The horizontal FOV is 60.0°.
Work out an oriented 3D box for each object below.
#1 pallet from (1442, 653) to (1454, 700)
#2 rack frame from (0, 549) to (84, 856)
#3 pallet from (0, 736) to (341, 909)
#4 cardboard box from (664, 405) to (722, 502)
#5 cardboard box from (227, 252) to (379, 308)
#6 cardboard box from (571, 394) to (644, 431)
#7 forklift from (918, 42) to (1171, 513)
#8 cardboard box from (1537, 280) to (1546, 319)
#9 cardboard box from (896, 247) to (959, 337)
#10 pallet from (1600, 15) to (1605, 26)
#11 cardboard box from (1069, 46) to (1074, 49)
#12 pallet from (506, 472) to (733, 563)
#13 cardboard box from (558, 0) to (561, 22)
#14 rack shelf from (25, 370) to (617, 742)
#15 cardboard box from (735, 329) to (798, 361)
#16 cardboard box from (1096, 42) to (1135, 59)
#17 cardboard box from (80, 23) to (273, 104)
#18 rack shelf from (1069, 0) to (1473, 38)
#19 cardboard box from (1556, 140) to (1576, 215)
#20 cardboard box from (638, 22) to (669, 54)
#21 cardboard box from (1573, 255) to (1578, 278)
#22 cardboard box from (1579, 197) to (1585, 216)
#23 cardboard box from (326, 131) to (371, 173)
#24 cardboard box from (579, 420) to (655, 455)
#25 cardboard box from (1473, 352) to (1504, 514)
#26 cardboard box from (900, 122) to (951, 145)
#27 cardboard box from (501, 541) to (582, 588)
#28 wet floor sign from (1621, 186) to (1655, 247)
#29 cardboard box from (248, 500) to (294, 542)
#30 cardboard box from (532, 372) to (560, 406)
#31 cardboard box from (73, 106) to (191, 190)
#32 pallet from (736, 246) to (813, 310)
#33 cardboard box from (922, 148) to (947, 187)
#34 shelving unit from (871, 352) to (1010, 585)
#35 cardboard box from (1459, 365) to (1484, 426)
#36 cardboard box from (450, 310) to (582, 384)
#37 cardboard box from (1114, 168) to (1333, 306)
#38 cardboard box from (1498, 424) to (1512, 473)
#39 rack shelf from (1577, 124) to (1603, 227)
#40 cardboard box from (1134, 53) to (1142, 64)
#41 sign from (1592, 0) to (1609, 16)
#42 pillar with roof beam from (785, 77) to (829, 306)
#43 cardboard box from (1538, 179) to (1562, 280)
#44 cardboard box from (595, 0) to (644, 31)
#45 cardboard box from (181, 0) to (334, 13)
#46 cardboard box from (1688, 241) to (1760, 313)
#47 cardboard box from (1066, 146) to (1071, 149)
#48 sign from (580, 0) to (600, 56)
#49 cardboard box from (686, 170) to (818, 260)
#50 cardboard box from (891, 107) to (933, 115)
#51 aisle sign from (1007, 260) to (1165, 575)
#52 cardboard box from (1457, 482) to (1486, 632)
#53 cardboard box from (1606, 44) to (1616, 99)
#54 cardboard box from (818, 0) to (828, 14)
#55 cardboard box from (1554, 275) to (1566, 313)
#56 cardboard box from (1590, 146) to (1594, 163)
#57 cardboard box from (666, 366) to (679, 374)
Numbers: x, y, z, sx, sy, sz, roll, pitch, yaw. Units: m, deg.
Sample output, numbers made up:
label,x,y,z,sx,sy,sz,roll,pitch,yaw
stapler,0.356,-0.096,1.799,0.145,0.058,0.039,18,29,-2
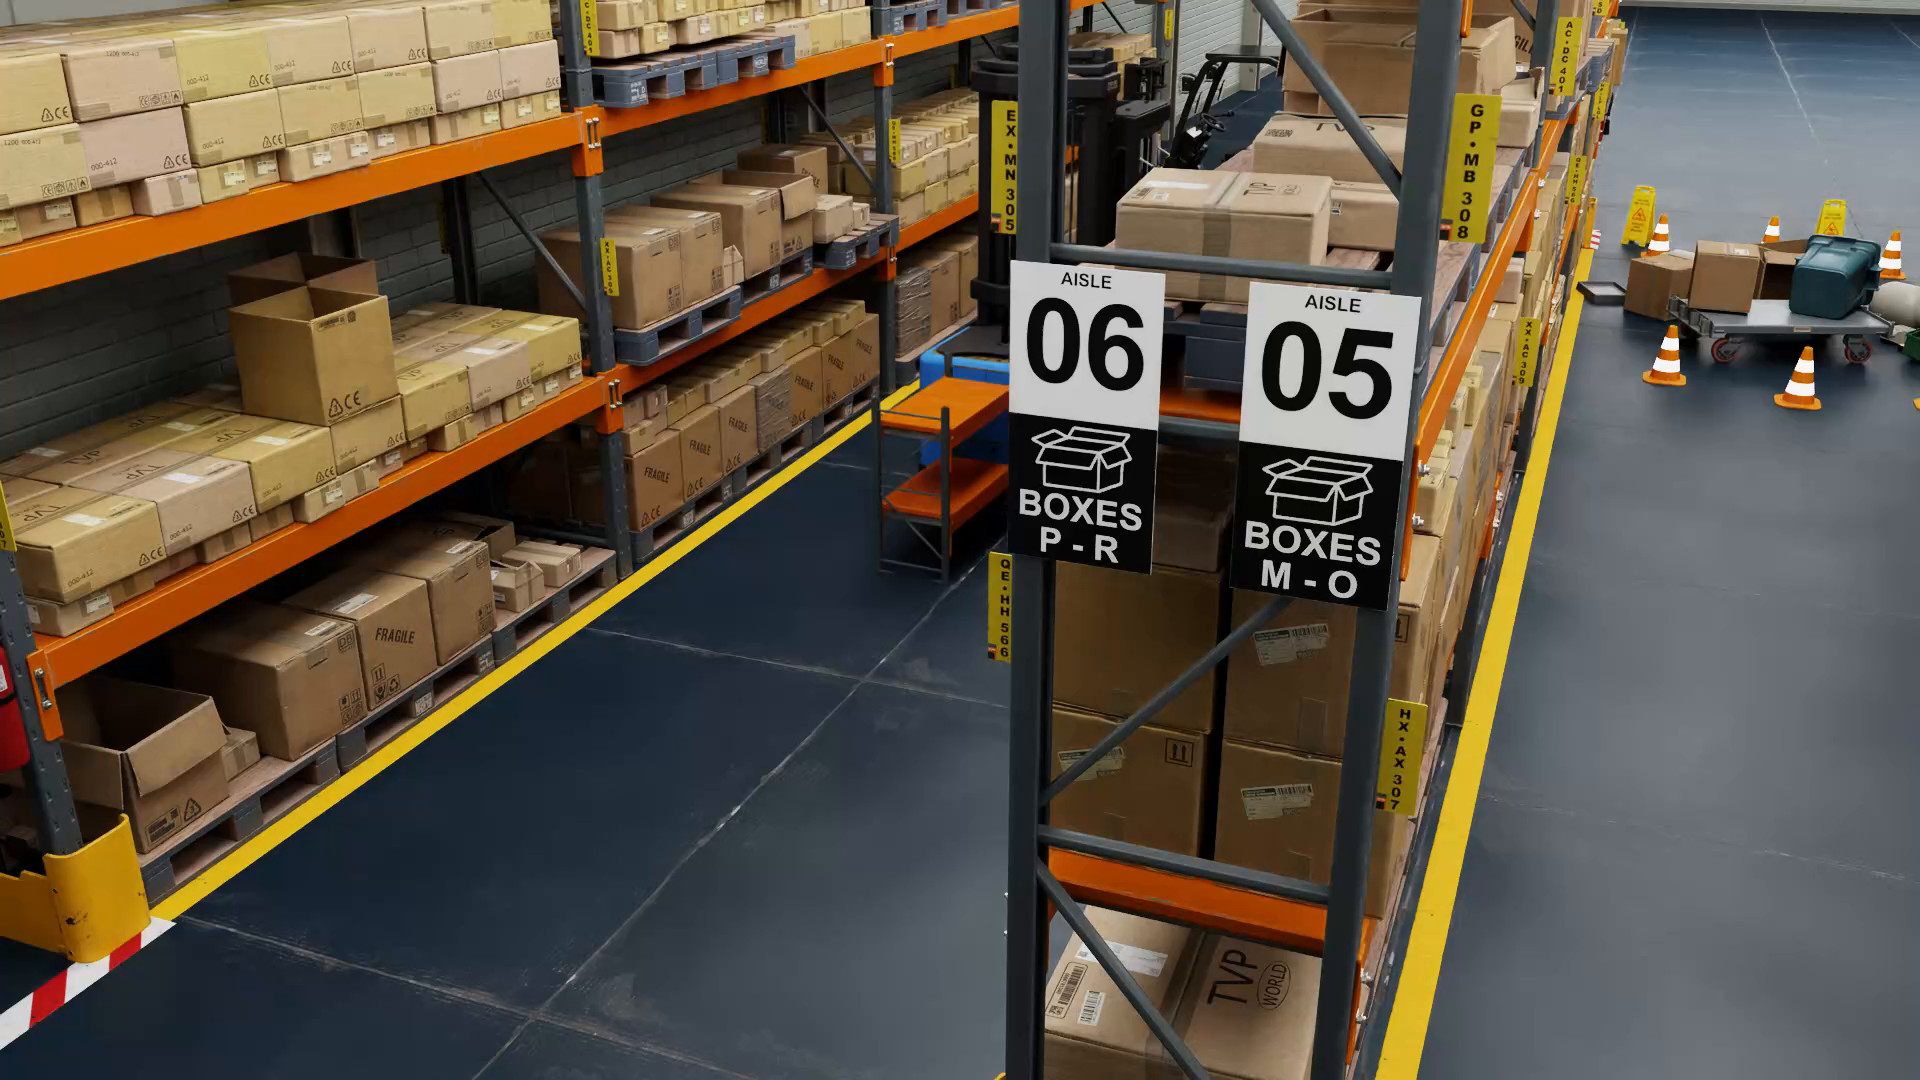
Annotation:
label,x,y,z,sx,sy,sz,roll,pitch,yaw
pallet,2.327,0.485,9.316,1.003,0.211,1.213,9,24,20
rack frame,-3.986,0.207,6.363,1.000,3.000,0.127,9,24,20
pallet,-3.662,1.181,7.649,1.003,0.211,1.213,9,24,20
cardboard box,-1.923,-0.598,10.988,0.500,0.500,0.500,8,24,19
cardboard box,-3.300,-1.144,8.432,0.500,0.500,0.500,8,24,19
cardboard box,-2.176,-0.800,10.245,0.380,0.149,0.250,8,24,19
forklift,0.792,-2.019,11.780,1.130,2.935,3.031,10,25,23
cardboard box,3.101,-1.342,9.618,0.500,0.250,0.500,8,24,18
cardboard box,-0.534,-2.210,14.686,0.875,0.625,0.625,10,25,22
pallet,4.753,-4.470,13.911,1.213,0.211,1.003,9,24,20
cardboard box,1.033,-5.363,18.339,0.380,0.149,0.250,9,24,20
pallet,-2.233,-0.234,11.037,1.003,0.211,1.213,9,24,20
cardboard box,-2.422,-3.089,9.627,0.380,0.149,0.250,9,24,20
rack shelf,-3.243,-0.177,8.215,1.077,0.370,4.000,9,24,20
cardboard box,-1.406,-1.415,12.103,0.380,0.149,0.250,8,24,19
cardboard box,1.730,-5.465,18.585,0.380,0.149,0.250,9,24,21
cardboard box,-3.207,-1.960,6.819,0.500,0.250,0.500,8,24,19
rack shelf,1.367,-2.051,5.438,1.077,0.370,4.000,9,24,20
cardboard box,4.165,-2.639,12.116,0.500,0.500,0.500,10,25,23
cardboard box,-1.891,-2.870,9.489,0.380,0.149,0.250,9,24,21
cardboard box,5.739,-2.668,16.269,0.500,0.250,0.500,10,25,23
cardboard box,5.654,-3.157,15.624,0.380,0.149,0.250,9,24,21
cardboard box,-2.904,-1.767,7.522,0.380,0.149,0.250,9,24,21
cardboard box,-2.120,-0.655,10.282,0.380,0.149,0.250,10,25,23
cardboard box,1.815,-0.450,6.510,0.500,0.500,0.500,9,24,21
cardboard box,-0.302,-3.454,14.156,0.380,0.149,0.250,9,24,21
cardboard box,-2.434,0.139,9.681,0.380,0.149,0.250,8,24,18
wet floor sign,7.631,-3.638,18.622,0.267,0.644,0.232,19,29,38
cardboard box,-3.248,-0.130,7.495,0.380,0.149,0.250,9,24,21
cardboard box,-2.460,-0.862,9.248,0.380,0.149,0.250,9,24,21
cardboard box,-3.397,-1.550,6.485,0.500,0.250,0.500,9,24,21
pallet,-1.732,-1.871,11.586,1.003,0.211,1.213,9,24,20
cardboard box,-0.435,-3.120,13.874,0.500,0.250,0.500,10,25,22
shelving unit,-0.081,-0.469,10.413,0.538,1.125,1.048,10,25,23
cardboard box,1.628,-0.527,5.851,0.380,0.149,0.250,8,24,19
cardboard box,-2.463,-1.075,9.242,0.500,0.250,0.500,9,24,21
cardboard box,0.708,-0.813,4.432,0.500,0.250,0.500,7,24,15
cardboard box,2.519,-0.566,8.407,0.500,0.250,0.500,8,24,19
rack shelf,5.825,-3.762,16.798,1.077,0.370,4.000,9,24,20
cardboard box,1.868,-5.520,19.103,0.380,0.149,0.250,9,24,21
sign,4.108,-3.523,10.628,0.100,0.325,0.005,9,24,20
pillar with roof beam,2.630,-5.403,12.011,9.100,9.000,0.400,9,24,20
cardboard box,3.273,-1.870,9.909,0.500,0.500,0.500,9,24,20
cardboard box,-1.982,-2.914,9.208,0.380,0.149,0.250,10,24,22
cardboard box,-3.314,-2.402,7.876,0.500,0.250,0.500,8,24,19
cardboard box,6.745,-2.330,14.697,0.500,0.500,0.500,9,24,20
cardboard box,0.879,-4.255,16.915,0.500,0.500,0.500,8,24,19
sign,-1.993,-2.772,8.933,0.100,0.325,0.005,9,24,20
cardboard box,-1.449,-2.287,11.654,0.797,0.503,0.637,8,24,19
cardboard box,-0.468,-3.799,14.982,0.380,0.149,0.250,9,24,21
aisle sign,0.310,-0.302,4.208,0.394,0.787,0.004,9,24,20
cardboard box,1.816,0.008,6.709,0.500,0.500,0.500,8,24,19
cardboard box,5.656,-4.329,15.409,0.700,0.500,0.500,9,24,20
cardboard box,-1.158,-3.813,11.773,0.380,0.149,0.250,9,24,21
cardboard box,4.889,-2.171,14.921,0.950,0.372,0.625,9,24,21
cardboard box,5.980,-3.785,16.247,0.380,0.149,0.250,9,24,20
cardboard box,-2.190,-1.207,11.603,0.380,0.149,0.250,9,24,21
